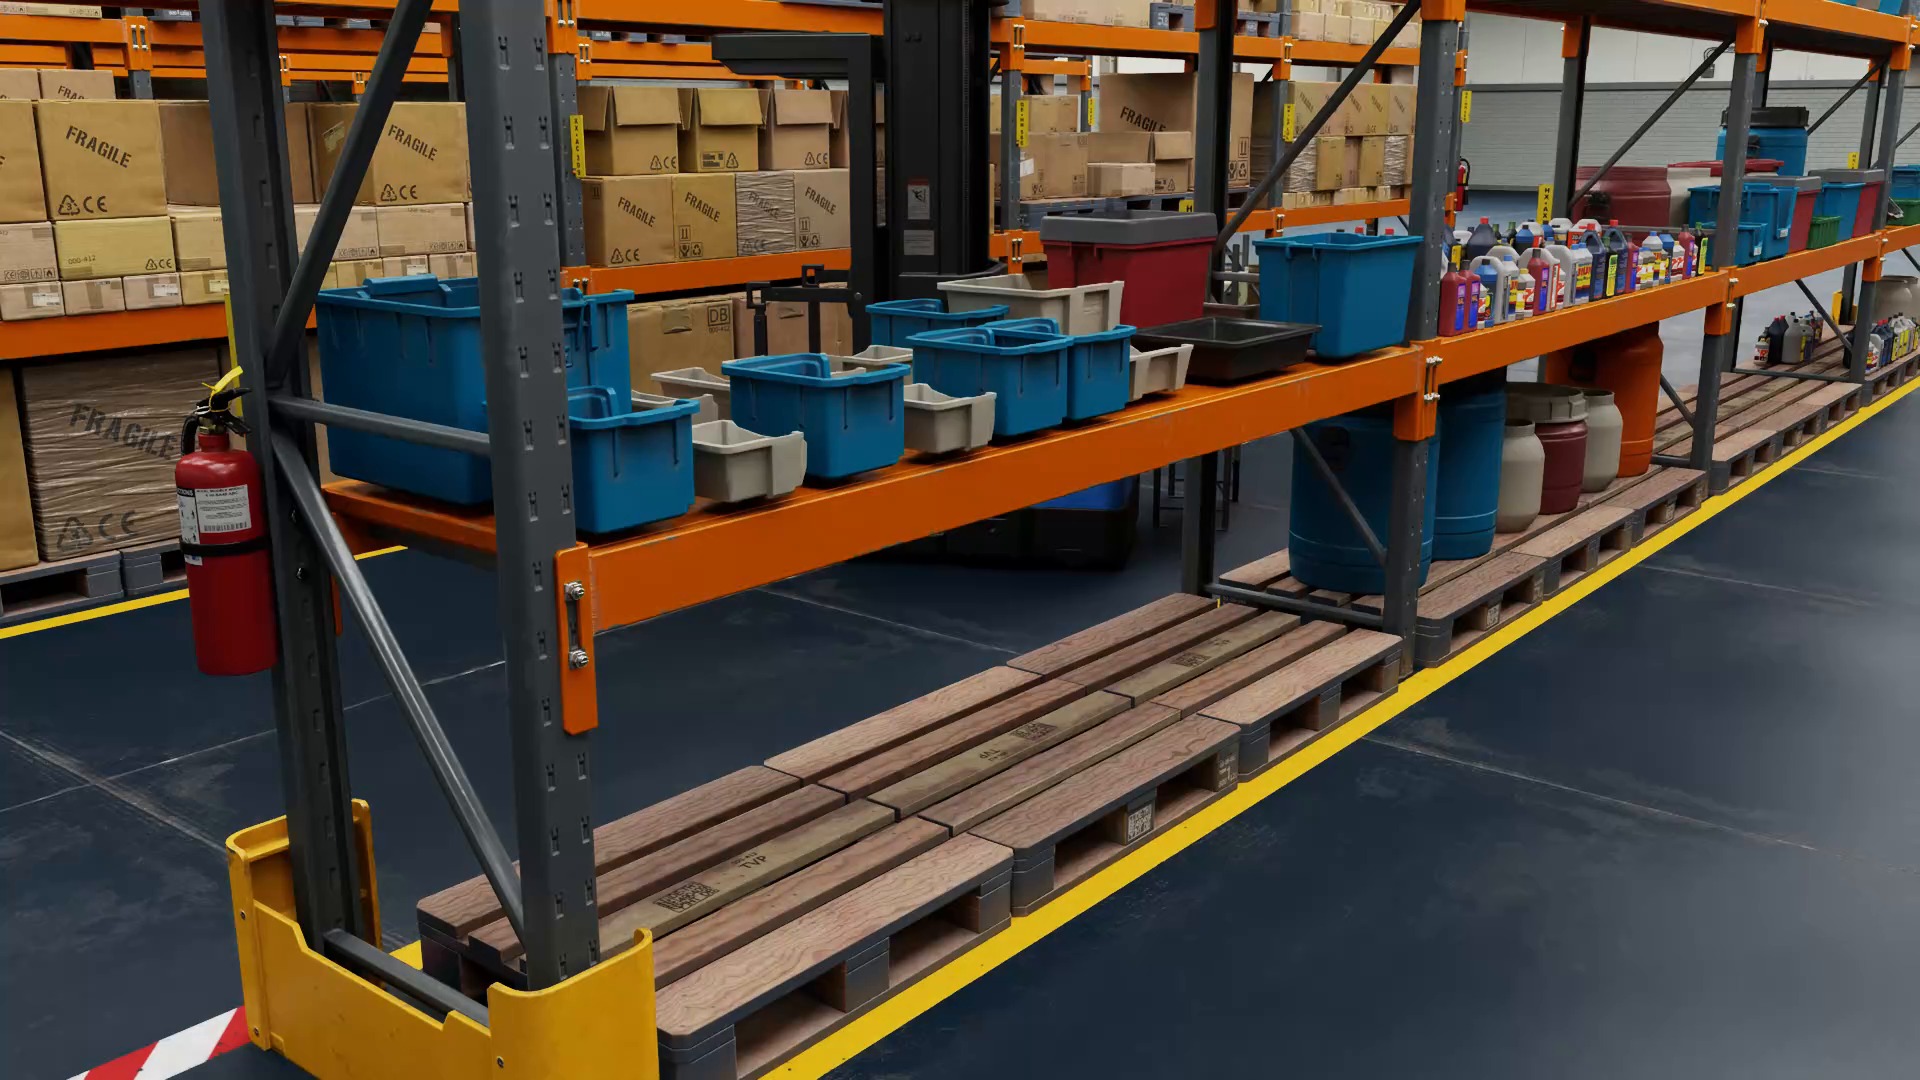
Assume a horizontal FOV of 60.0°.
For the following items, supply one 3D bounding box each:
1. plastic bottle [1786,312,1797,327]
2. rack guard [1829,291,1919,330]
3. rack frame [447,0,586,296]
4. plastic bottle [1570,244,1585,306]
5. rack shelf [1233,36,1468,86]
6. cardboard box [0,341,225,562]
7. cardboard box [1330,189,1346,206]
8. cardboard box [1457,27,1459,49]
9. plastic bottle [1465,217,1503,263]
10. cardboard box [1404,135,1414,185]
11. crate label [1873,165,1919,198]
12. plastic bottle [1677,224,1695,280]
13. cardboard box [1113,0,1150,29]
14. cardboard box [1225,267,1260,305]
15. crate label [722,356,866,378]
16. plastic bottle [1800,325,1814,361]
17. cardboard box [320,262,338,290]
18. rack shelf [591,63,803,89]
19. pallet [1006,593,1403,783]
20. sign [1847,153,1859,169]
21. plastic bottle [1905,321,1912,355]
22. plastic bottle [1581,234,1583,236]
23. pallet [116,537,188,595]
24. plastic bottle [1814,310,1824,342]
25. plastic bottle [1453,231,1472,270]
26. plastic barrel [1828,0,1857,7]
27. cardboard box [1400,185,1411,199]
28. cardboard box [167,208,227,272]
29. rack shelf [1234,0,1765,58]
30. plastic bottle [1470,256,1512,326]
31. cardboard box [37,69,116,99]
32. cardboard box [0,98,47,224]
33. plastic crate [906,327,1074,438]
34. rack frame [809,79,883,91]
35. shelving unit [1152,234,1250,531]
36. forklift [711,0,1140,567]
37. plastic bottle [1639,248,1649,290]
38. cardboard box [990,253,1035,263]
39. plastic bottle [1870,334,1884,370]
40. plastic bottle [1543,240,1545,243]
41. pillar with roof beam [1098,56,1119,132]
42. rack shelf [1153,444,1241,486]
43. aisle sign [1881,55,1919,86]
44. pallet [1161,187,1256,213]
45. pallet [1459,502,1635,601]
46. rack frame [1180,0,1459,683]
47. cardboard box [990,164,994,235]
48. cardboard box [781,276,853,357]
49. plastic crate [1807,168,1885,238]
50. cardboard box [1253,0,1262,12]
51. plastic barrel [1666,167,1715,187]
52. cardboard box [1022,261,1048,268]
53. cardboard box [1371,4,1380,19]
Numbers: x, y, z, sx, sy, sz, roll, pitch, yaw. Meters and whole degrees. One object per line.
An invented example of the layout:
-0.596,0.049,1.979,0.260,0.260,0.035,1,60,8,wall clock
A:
6.886,-1.717,13.778,0.144,0.351,0.185,11,18,37,plastic bottle
8.884,-2.054,15.694,1.175,0.500,0.348,11,18,38,rack guard
-2.499,-1.756,9.443,1.000,3.000,0.127,11,18,38,rack frame
2.763,-1.196,7.502,0.097,0.271,0.097,0,14,0,plastic bottle
3.786,-4.776,16.701,1.077,0.370,4.000,11,18,38,rack shelf
-4.101,-0.473,7.855,0.875,0.875,0.875,11,18,38,cardboard box
3.540,-3.350,16.227,0.380,0.149,0.250,11,18,38,cardboard box
4.938,-5.304,17.620,0.500,0.250,0.500,12,18,39,cardboard box
2.572,-1.405,8.163,0.144,0.351,0.185,11,18,38,plastic bottle
4.455,-4.031,17.592,0.875,0.500,0.500,11,18,38,cardboard box
7.949,-2.910,13.915,0.502,0.435,0.616,11,18,38,crate label
3.800,-1.511,8.717,0.061,0.283,0.133,11,18,38,plastic bottle
1.147,-4.152,13.087,0.500,0.250,0.500,12,18,39,cardboard box
2.812,-2.350,16.007,0.500,0.500,0.500,11,18,36,cardboard box
-0.439,-0.419,4.595,0.396,0.136,0.243,11,18,38,crate label
6.814,-1.601,13.472,0.152,0.276,0.135,11,18,38,plastic bottle
-3.243,-1.279,8.075,0.380,0.149,0.250,11,18,37,cardboard box
-3.922,-6.310,22.737,1.077,0.370,4.000,11,18,38,rack shelf
0.921,0.509,6.191,1.003,0.211,1.213,11,18,38,pallet
8.470,-3.508,15.776,0.100,0.325,0.005,11,18,38,sign
7.815,-1.691,13.824,0.152,0.276,0.135,11,18,36,plastic bottle
2.998,-1.323,7.977,0.061,0.283,0.133,11,18,38,plastic bottle
-3.804,-0.036,8.337,1.003,0.211,1.213,11,18,38,pallet
7.514,-1.879,14.577,0.097,0.271,0.097,0,14,0,plastic bottle
2.472,-1.397,8.282,0.152,0.276,0.135,11,18,38,plastic bottle
5.409,-3.837,10.524,0.600,0.901,0.708,11,18,38,plastic barrel
4.581,-3.697,17.592,0.380,0.149,0.250,11,18,38,cardboard box
-3.537,-1.408,7.776,0.500,0.250,0.500,11,18,36,cardboard box
2.610,-2.478,7.653,1.077,0.370,4.000,11,18,38,rack shelf
2.171,-1.029,6.834,0.152,0.276,0.135,11,18,38,plastic bottle
-6.378,-3.088,11.849,0.500,0.500,0.500,10,18,36,cardboard box
-4.187,-1.571,6.891,0.500,0.500,0.500,11,18,36,cardboard box
0.078,-0.420,4.402,0.416,0.233,0.300,11,18,38,plastic crate
-1.265,-4.075,18.571,1.000,3.000,0.127,11,18,38,rack frame
1.311,-0.875,9.021,0.431,1.500,0.755,3,15,13,shelving unit
-0.614,-1.448,8.370,3.031,2.935,1.130,3,14,10,forklift
3.346,-1.340,8.211,0.097,0.201,0.097,0,14,0,plastic bottle
0.323,-3.706,20.581,0.875,0.875,0.875,11,18,37,cardboard box
7.105,-1.474,12.971,0.152,0.276,0.135,12,19,40,plastic bottle
3.189,-1.590,9.192,0.097,0.201,0.097,0,14,0,plastic bottle
6.995,-12.050,37.779,9.100,9.000,0.400,11,18,38,pillar with roof beam
1.311,-0.559,9.102,0.431,0.370,0.720,3,15,13,rack shelf
8.713,-4.607,15.385,0.394,0.787,0.004,11,18,38,aisle sign
1.936,-3.071,15.010,1.003,0.211,1.213,11,18,38,pallet
2.637,-0.014,8.249,1.003,0.211,1.213,11,18,38,pallet
1.353,-0.989,6.426,1.000,3.000,0.127,11,18,38,rack frame
-0.102,-2.438,11.923,0.500,0.500,0.500,12,19,39,cardboard box
-1.001,-1.397,11.493,1.225,0.875,0.875,11,18,38,cardboard box
6.315,-2.412,11.897,0.402,0.464,0.583,11,18,38,plastic crate
2.748,-5.006,15.641,0.380,0.149,0.250,12,18,38,cardboard box
4.613,-2.120,10.651,0.421,0.512,0.421,0,14,0,plastic barrel
0.738,-2.123,13.549,0.500,0.250,0.500,-14,20,-43,cardboard box
3.899,-5.187,16.352,0.380,0.149,0.250,12,18,39,cardboard box
